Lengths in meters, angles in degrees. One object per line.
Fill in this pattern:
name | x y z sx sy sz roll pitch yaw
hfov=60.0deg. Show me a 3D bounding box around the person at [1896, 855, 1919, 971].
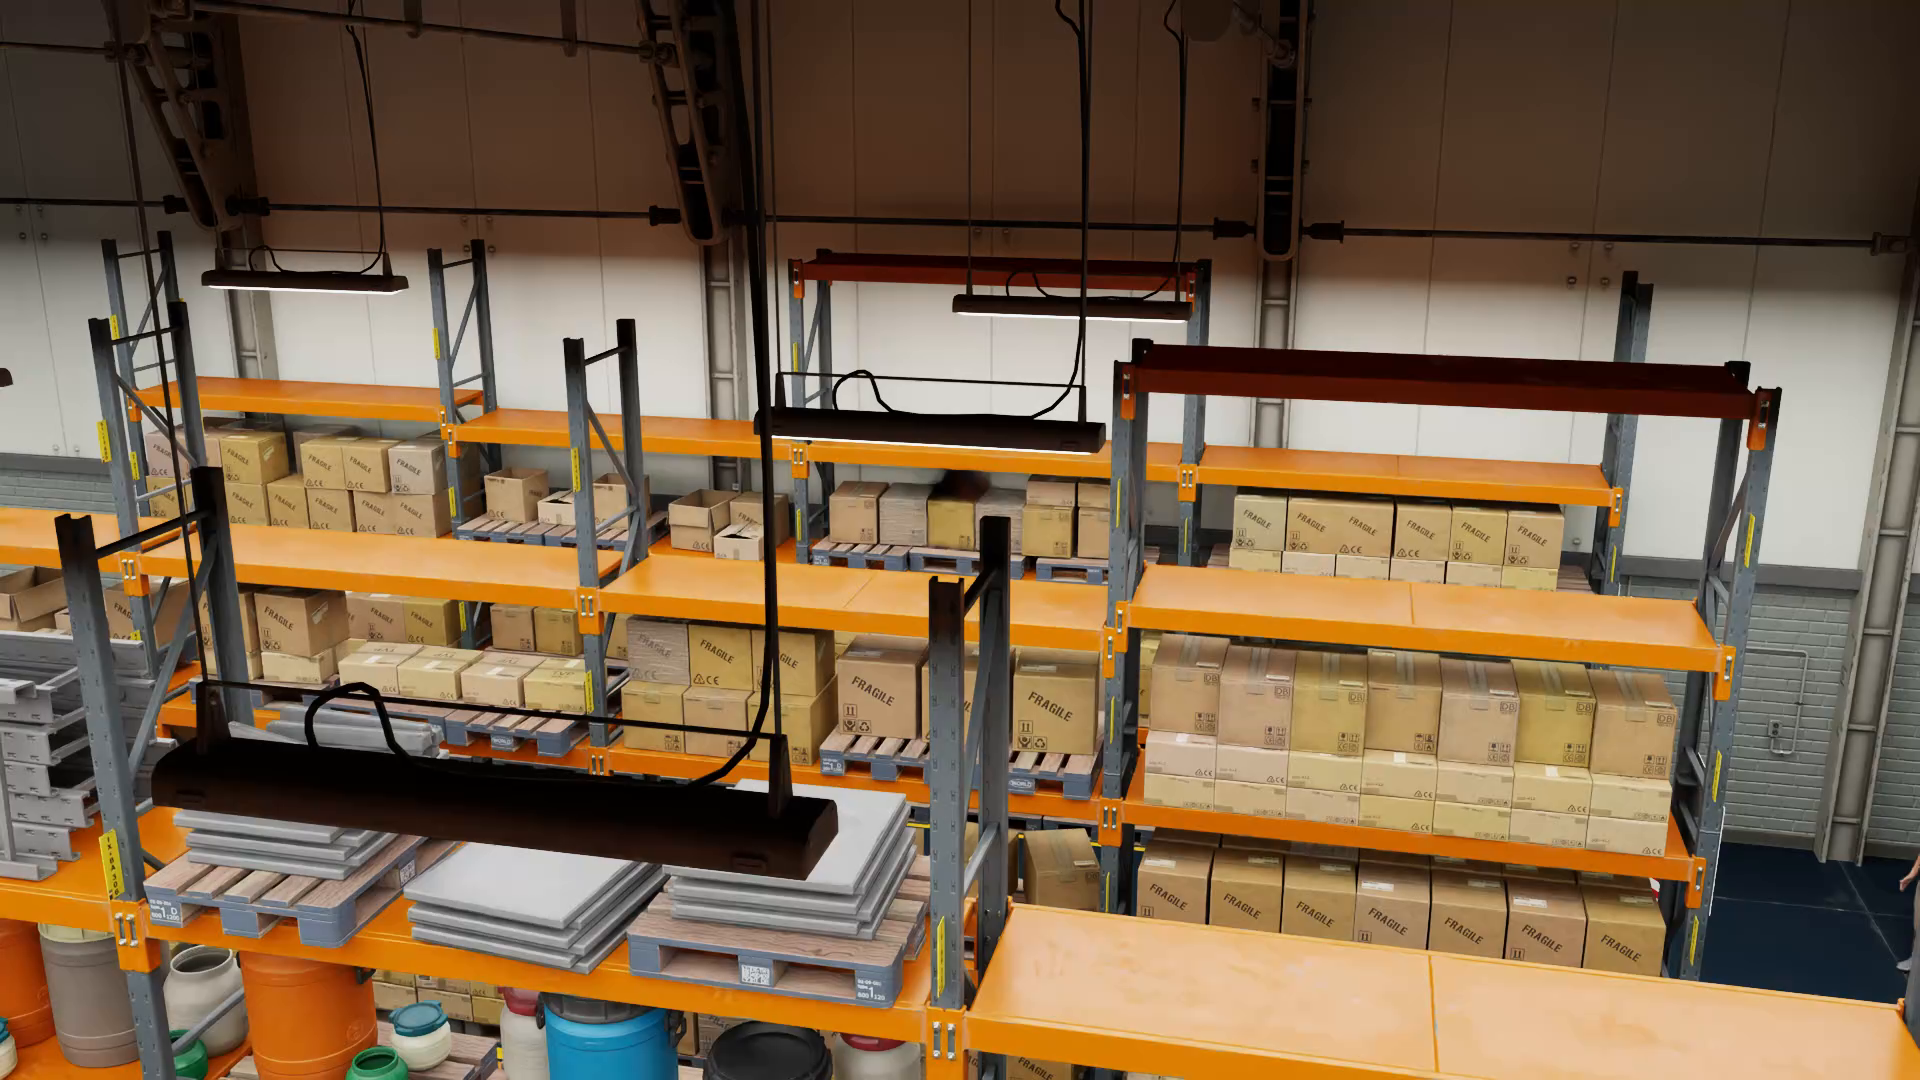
person | 8.718 3.091 14.750 0.479 1.719 0.722 -3 16 -8
